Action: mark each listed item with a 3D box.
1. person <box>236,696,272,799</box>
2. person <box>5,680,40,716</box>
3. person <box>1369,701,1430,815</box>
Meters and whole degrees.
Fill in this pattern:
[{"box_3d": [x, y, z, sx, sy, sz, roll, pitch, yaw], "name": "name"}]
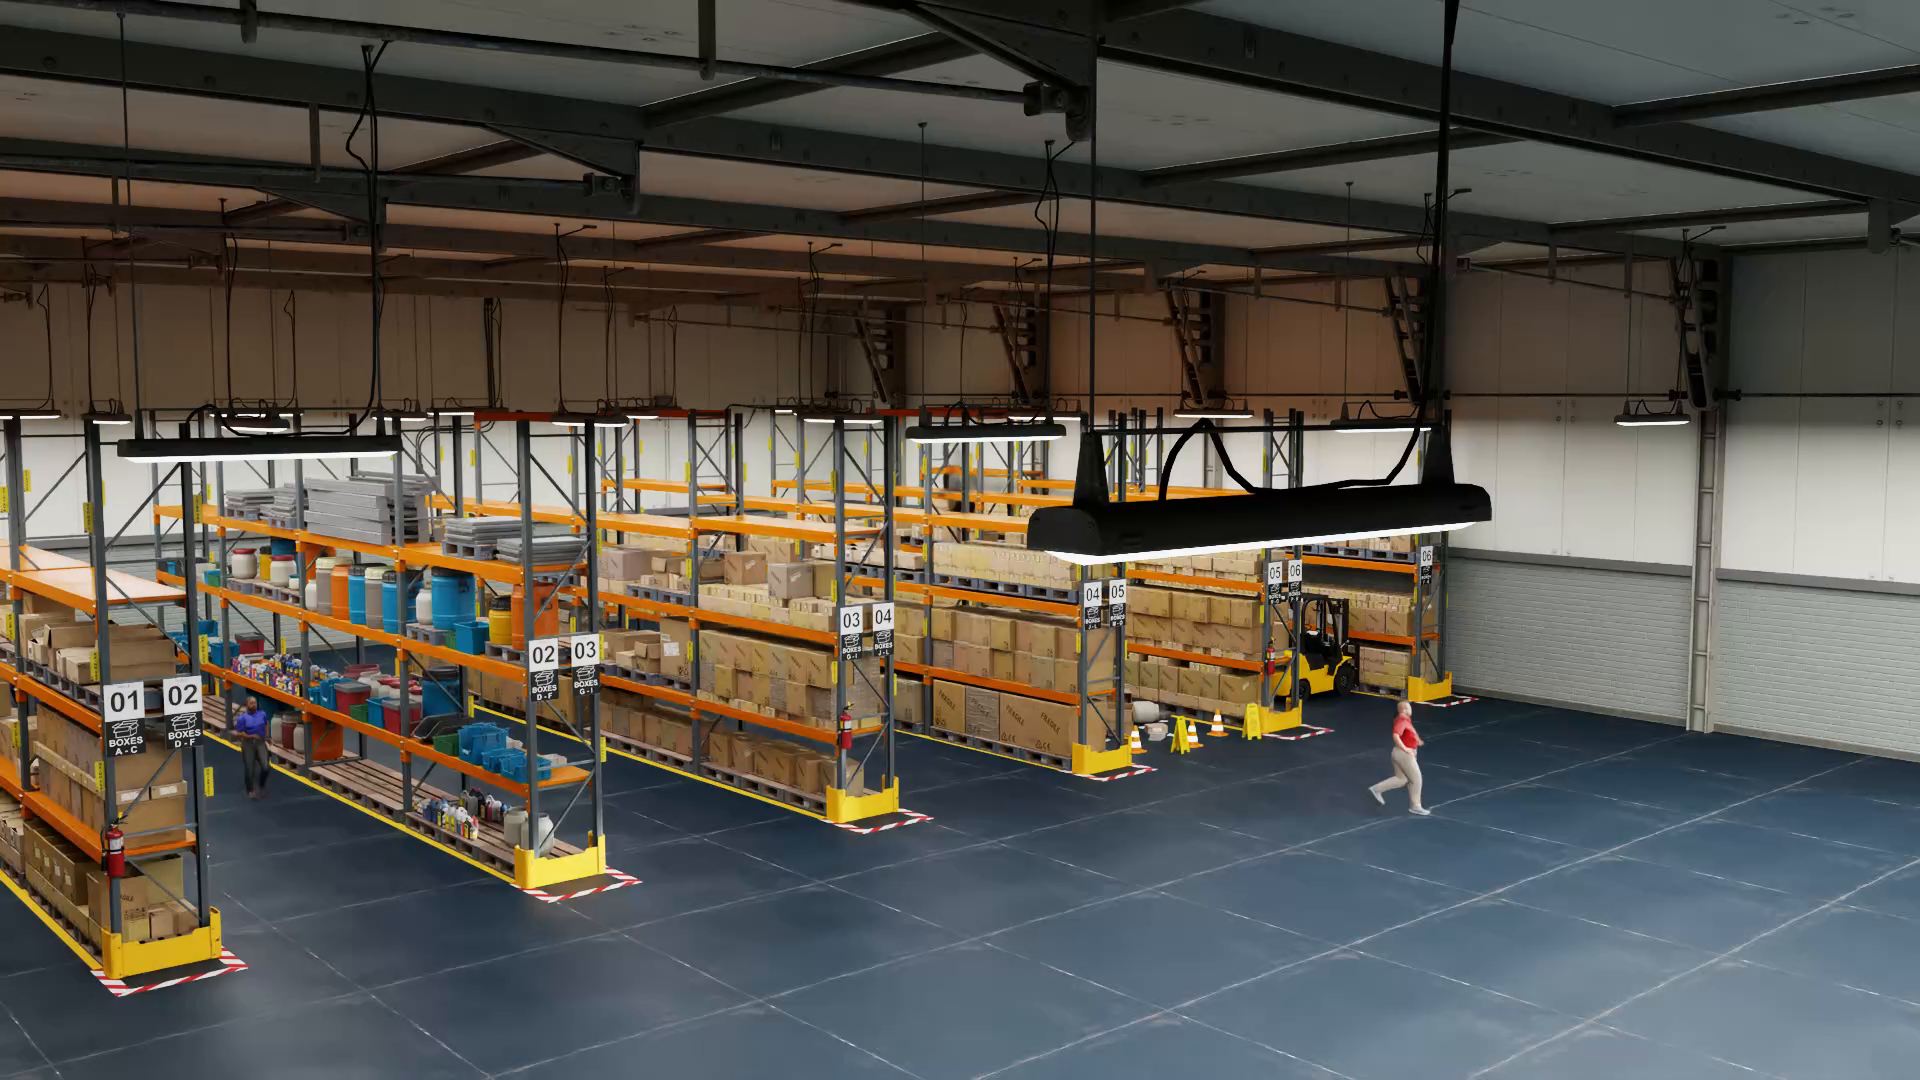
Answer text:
[{"box_3d": [-10.958, 3.245, 25.878, 0.549, 1.609, 0.649, -4, 6, -37], "name": "person"}, {"box_3d": [-17.634, 2.815, 31.198, 0.790, 1.631, 0.646, 2, 5, 23], "name": "person"}, {"box_3d": [6.659, 3.288, 25.091, 0.903, 1.731, 0.663, 0, 5, 2], "name": "person"}]
